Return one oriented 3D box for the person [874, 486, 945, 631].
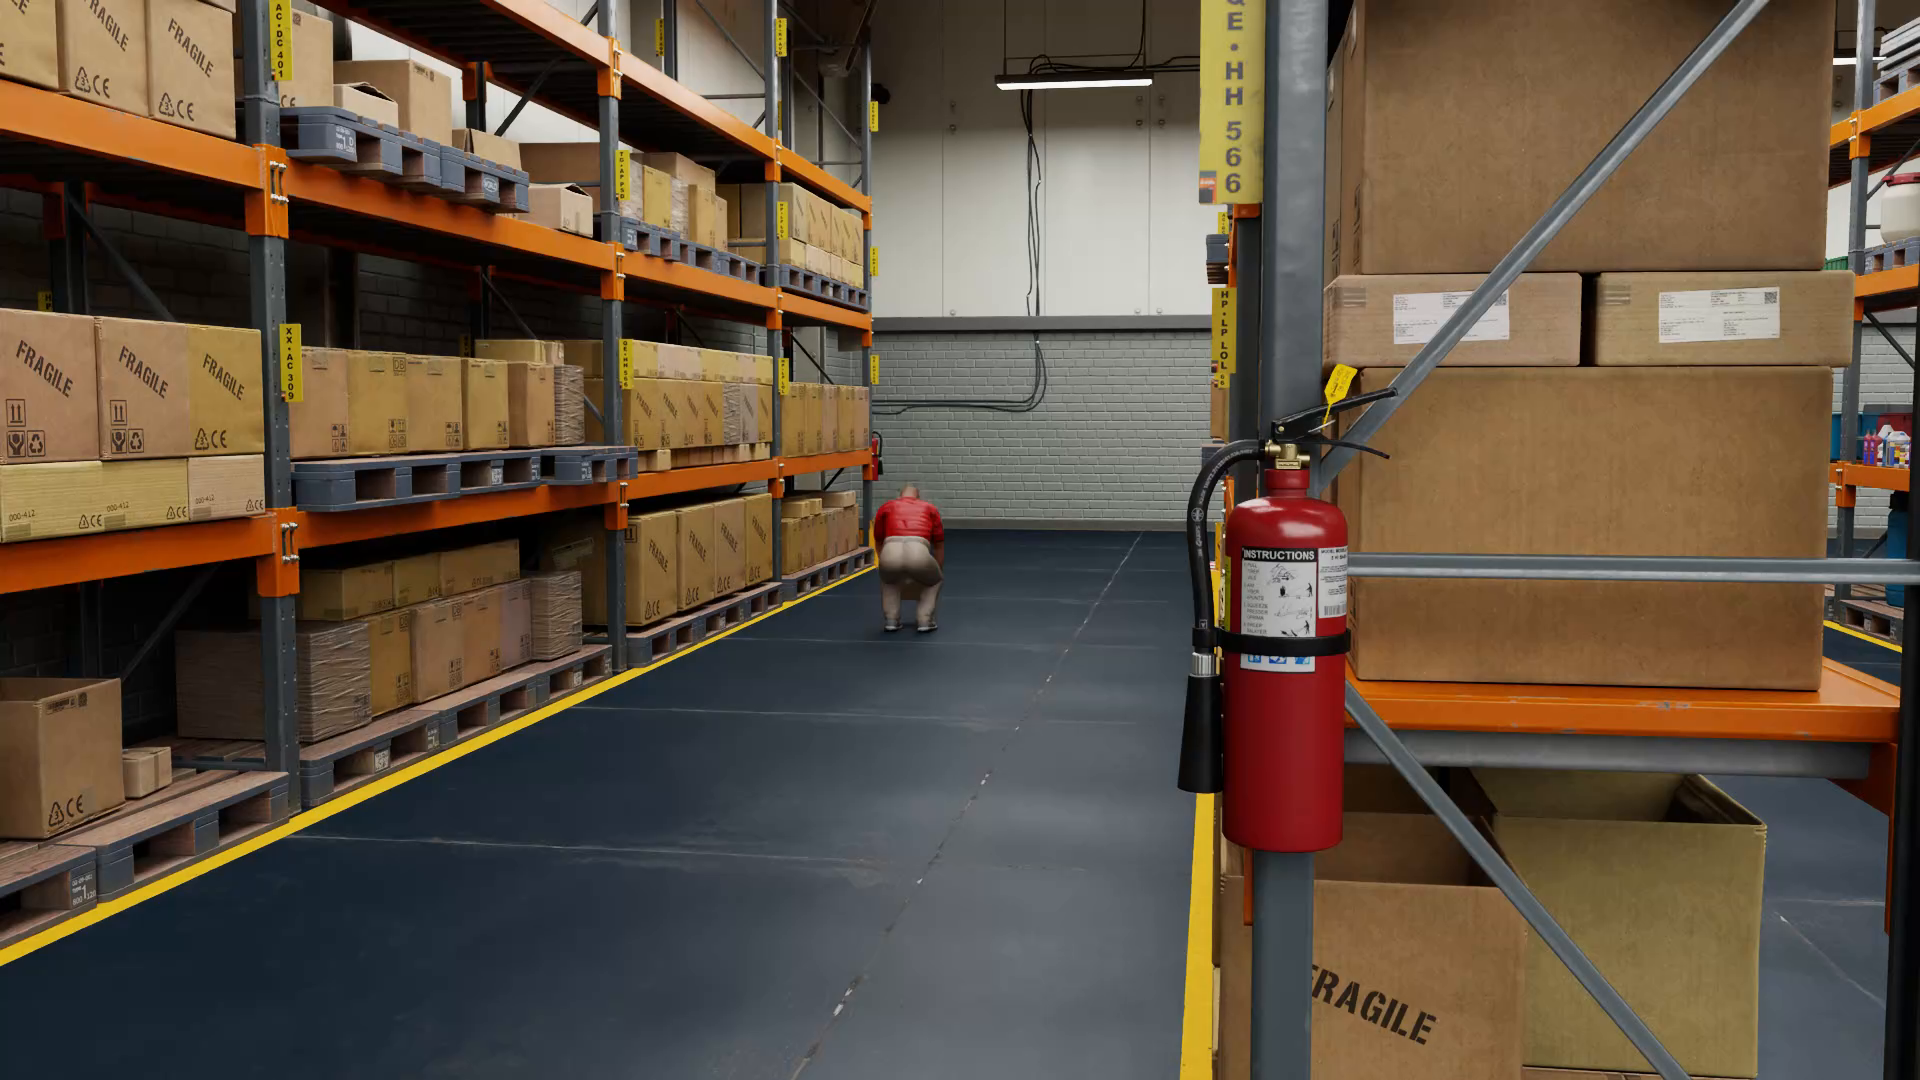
[{"bbox_3d":[-0.430,0.147,13.245,0.576,1.130,0.820,1,4,9],"label":"person"}]
